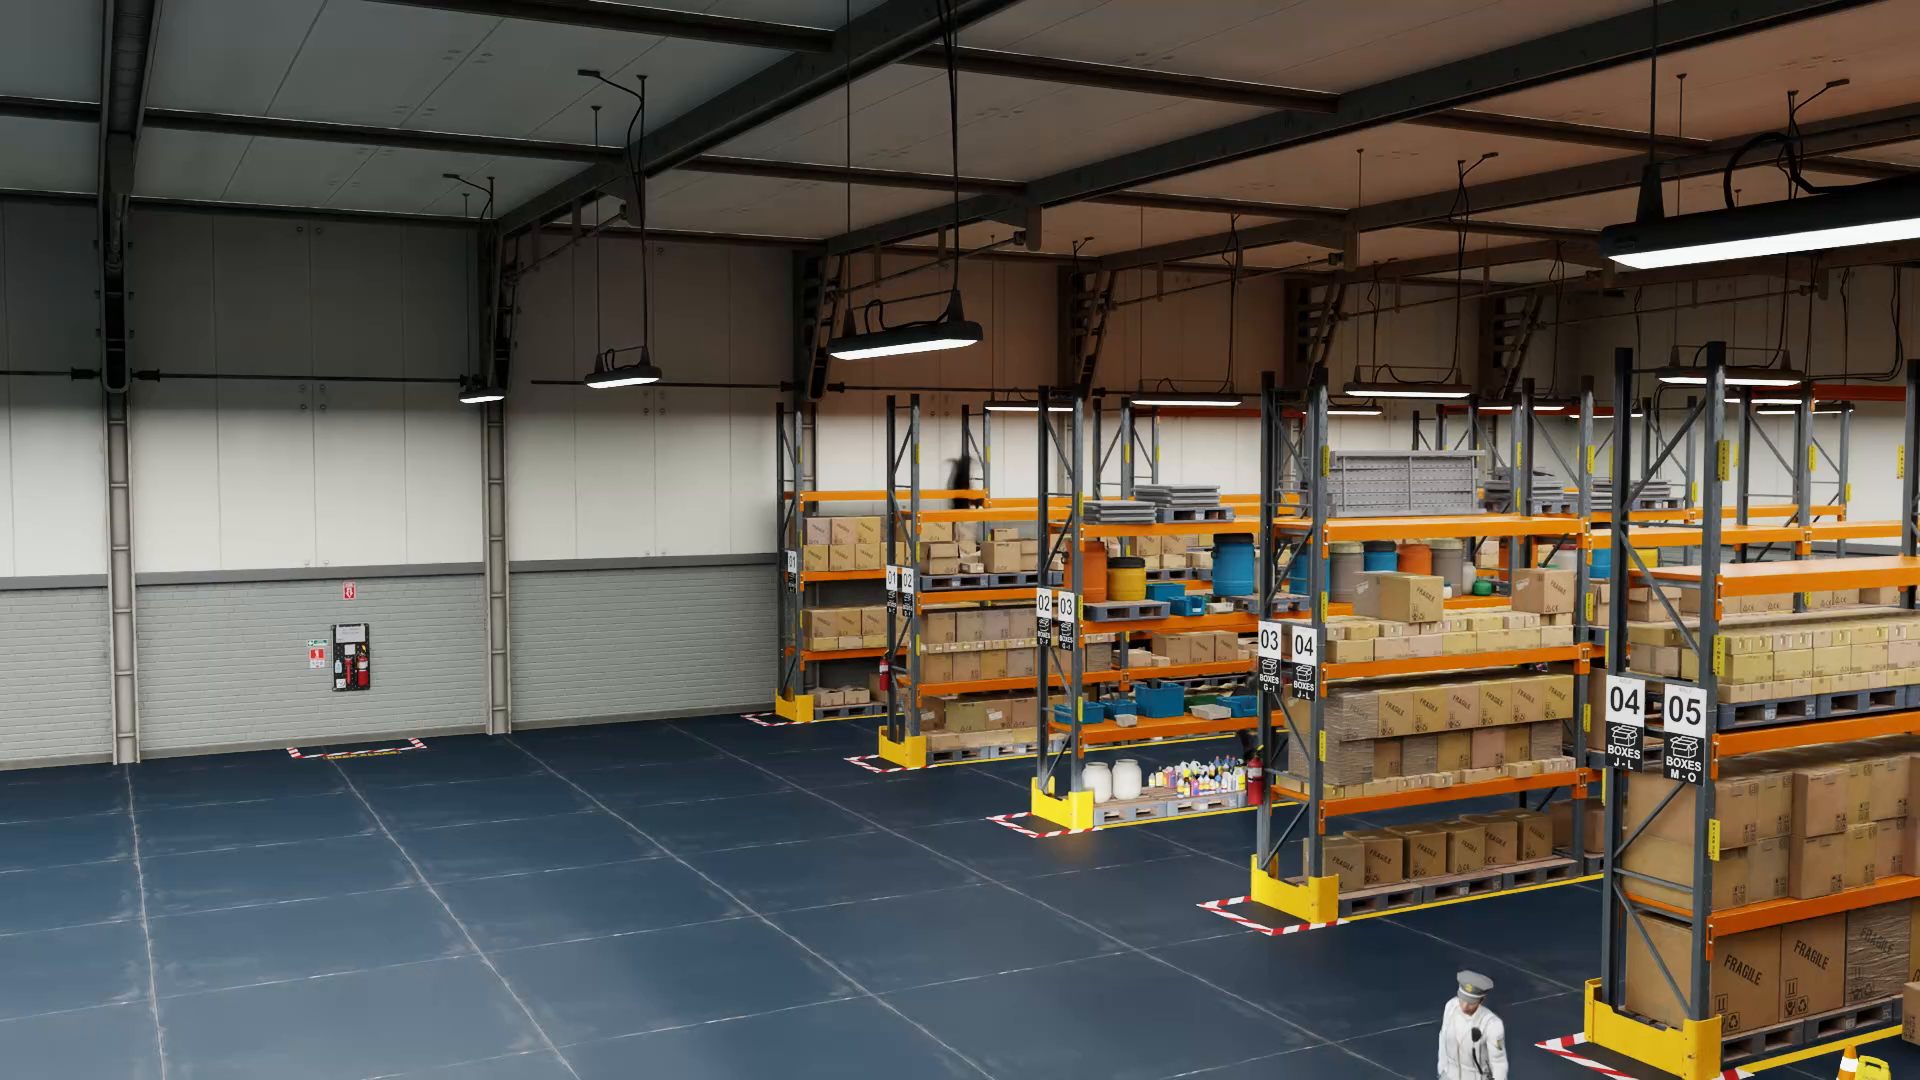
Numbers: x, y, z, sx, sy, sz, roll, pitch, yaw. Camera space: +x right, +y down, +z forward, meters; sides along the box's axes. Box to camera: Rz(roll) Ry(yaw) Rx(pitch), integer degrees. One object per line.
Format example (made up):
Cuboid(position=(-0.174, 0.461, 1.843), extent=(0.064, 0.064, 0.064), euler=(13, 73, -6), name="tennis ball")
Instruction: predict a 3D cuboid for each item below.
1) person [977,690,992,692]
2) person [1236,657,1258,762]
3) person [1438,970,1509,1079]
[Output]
Cuboid(position=(0.348, 2.667, 29.759), extent=(0.589, 1.618, 0.557), euler=(-2, 4, -30), name="person")
Cuboid(position=(4.802, 2.776, 27.116), extent=(0.725, 1.749, 0.612), euler=(-2, 4, -37), name="person")
Cuboid(position=(3.512, 3.712, 11.465), extent=(0.623, 1.589, 0.732), euler=(-3, 4, -43), name="person")
